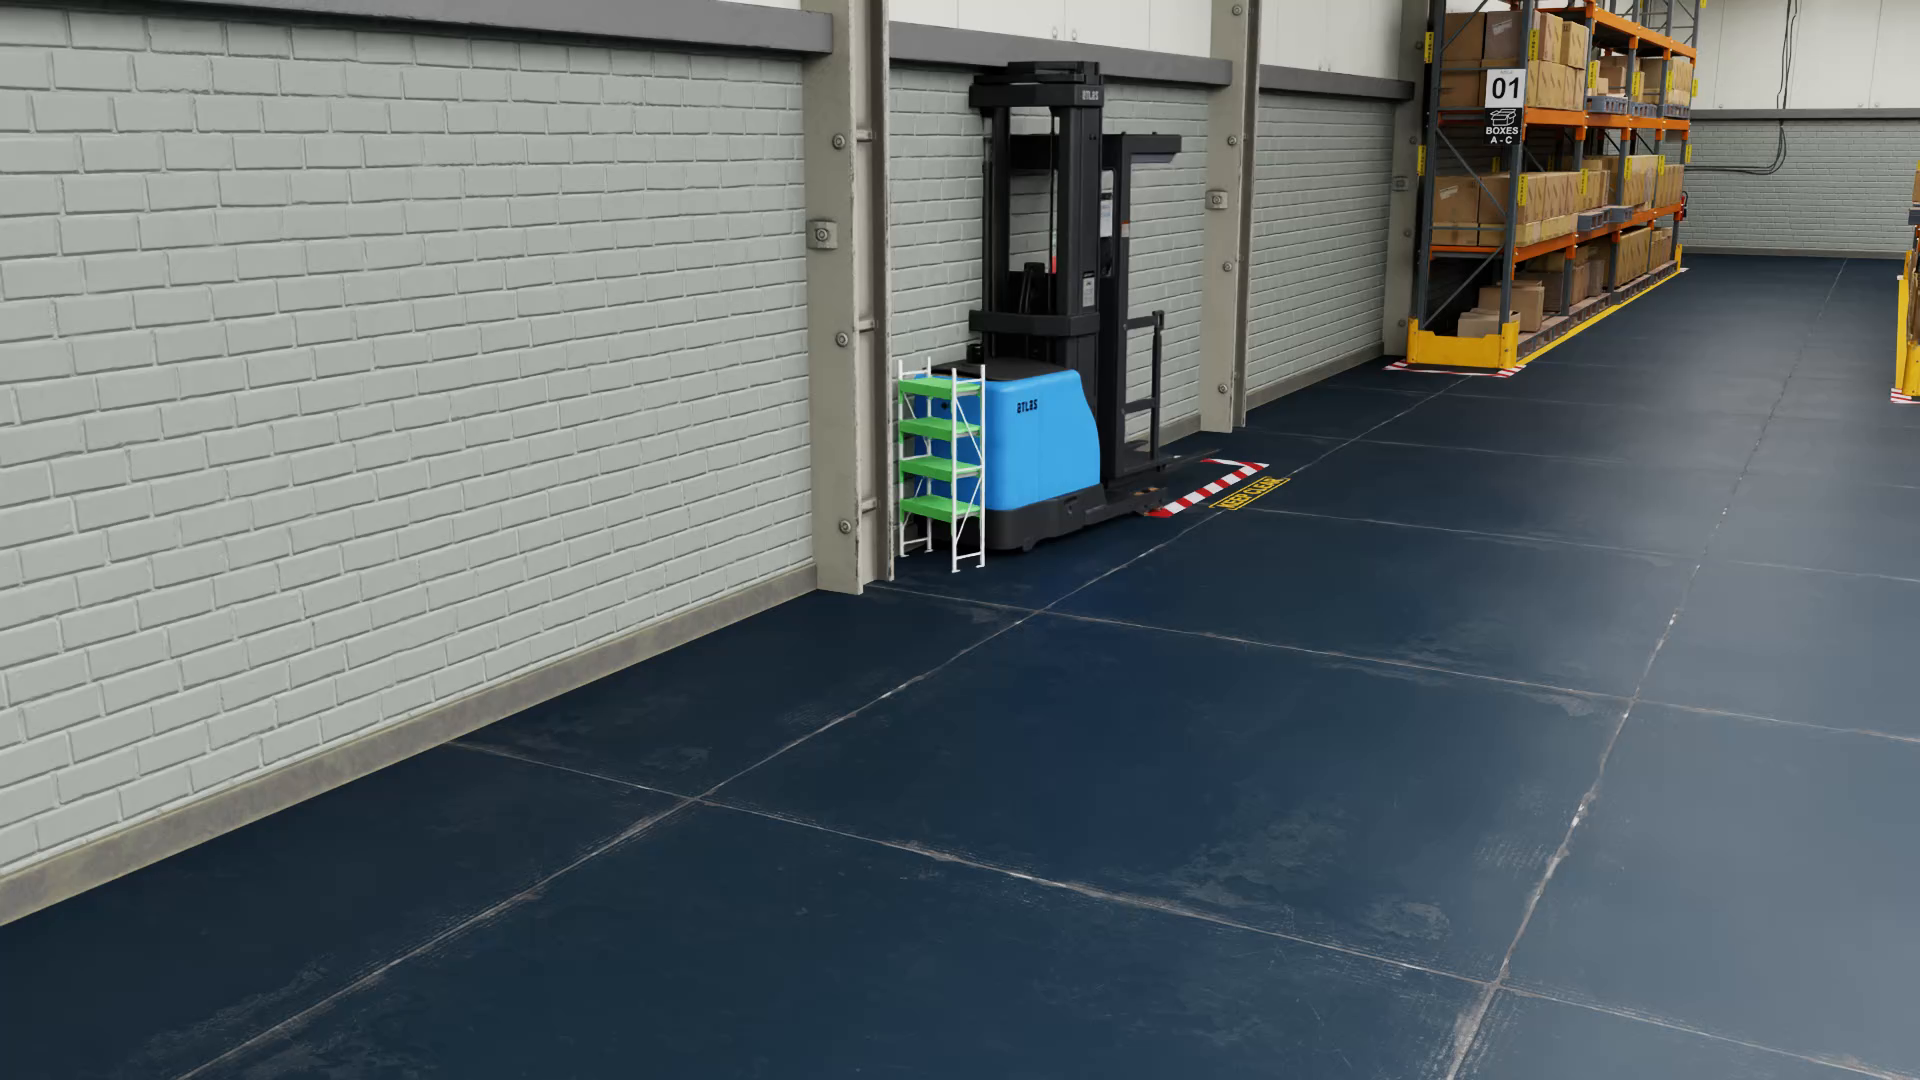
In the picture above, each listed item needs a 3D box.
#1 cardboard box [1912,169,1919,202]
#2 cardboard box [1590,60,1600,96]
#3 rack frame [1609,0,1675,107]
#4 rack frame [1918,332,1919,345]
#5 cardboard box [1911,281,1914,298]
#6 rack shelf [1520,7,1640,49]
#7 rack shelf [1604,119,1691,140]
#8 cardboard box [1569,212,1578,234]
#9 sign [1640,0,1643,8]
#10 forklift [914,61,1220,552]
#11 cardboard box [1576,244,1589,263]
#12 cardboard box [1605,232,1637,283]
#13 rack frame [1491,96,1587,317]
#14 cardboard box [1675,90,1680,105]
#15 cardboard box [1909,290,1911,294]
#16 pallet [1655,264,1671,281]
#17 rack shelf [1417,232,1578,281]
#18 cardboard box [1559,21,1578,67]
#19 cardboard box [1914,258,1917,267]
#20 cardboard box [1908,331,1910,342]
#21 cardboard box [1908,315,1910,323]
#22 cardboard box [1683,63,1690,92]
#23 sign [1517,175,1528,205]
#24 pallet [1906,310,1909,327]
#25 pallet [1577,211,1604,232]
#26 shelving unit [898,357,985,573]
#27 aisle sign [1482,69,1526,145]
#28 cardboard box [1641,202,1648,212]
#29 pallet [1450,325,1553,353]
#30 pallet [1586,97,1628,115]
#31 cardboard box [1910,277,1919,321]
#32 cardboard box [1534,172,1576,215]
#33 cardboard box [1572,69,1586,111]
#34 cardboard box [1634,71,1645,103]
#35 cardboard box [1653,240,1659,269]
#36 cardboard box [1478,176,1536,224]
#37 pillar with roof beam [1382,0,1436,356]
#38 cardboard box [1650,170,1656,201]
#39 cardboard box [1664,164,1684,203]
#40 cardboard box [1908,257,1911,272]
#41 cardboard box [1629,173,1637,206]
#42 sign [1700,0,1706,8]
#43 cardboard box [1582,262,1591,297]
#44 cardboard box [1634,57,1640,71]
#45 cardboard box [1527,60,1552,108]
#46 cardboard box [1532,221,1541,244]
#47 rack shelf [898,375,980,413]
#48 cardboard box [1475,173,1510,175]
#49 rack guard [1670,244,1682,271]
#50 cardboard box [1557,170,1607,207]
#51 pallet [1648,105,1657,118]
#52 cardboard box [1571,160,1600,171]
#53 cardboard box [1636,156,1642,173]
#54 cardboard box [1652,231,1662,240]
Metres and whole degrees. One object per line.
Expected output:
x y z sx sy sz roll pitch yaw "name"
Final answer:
15.327 -5.514 25.894 0.700 0.500 0.500 2 14 9 "cardboard box"
8.477 -6.319 22.834 0.500 0.500 0.500 7 15 26 "cardboard box"
11.414 -8.810 27.875 1.000 3.000 0.127 7 15 28 "rack frame"
9.951 -2.871 16.041 1.000 3.000 0.127 7 15 28 "rack frame"
12.319 -3.157 21.001 0.500 0.311 0.500 7 15 28 "cardboard box"
8.513 -7.034 22.900 1.077 0.370 4.000 7 15 28 "rack shelf"
12.381 -7.412 30.012 1.077 0.370 4.000 7 15 28 "rack shelf"
7.583 -4.057 21.239 0.500 0.250 0.500 7 15 28 "cardboard box"
12.865 -10.225 31.417 0.100 0.325 0.005 7 15 28 "sign"
0.762 -1.643 11.093 1.130 2.935 3.031 10 17 36 "forklift"
8.847 -4.172 24.234 0.500 0.250 0.500 8 16 29 "cardboard box"
10.380 -4.547 26.683 0.750 0.750 0.750 7 15 28 "cardboard box"
7.547 -4.252 21.770 1.000 3.000 0.127 7 15 28 "rack frame"
12.479 -7.852 29.514 0.500 0.250 0.500 7 15 26 "cardboard box"
13.308 -3.305 22.814 0.500 0.250 0.500 7 15 28 "cardboard box"
12.439 -4.936 30.557 1.003 0.211 1.213 7 15 28 "pallet"
6.580 -3.492 20.152 1.077 0.370 4.000 7 15 28 "rack shelf"
7.043 -5.899 19.812 0.500 0.500 0.500 7 15 26 "cardboard box"
14.564 -3.944 24.886 0.500 0.500 0.500 7 15 26 "cardboard box"
10.666 -2.191 18.191 0.500 0.250 0.500 7 15 28 "cardboard box"
12.078 -2.780 20.637 0.500 0.250 0.500 7 15 27 "cardboard box"
12.981 -8.434 30.327 0.500 0.500 0.500 8 16 30 "cardboard box"
6.088 -3.791 18.009 0.100 0.325 0.005 7 15 28 "sign"
13.386 -2.992 22.493 1.003 0.211 1.213 7 15 28 "pallet"
8.043 -4.299 22.374 1.003 0.211 1.213 7 15 28 "pallet"
-0.112 -0.453 9.852 0.258 1.200 0.503 -12 18 -40 "shelving unit"
5.841 -4.646 17.859 0.394 0.787 0.004 7 15 28 "aisle sign"
11.156 -5.516 27.506 0.380 0.149 0.250 7 15 28 "cardboard box"
6.664 -2.503 20.466 1.003 0.211 1.213 7 15 28 "pallet"
8.437 -5.946 22.799 1.213 0.211 1.003 7 15 28 "pallet"
10.903 -2.658 18.531 0.500 0.500 0.500 7 15 28 "cardboard box"
7.353 -4.318 20.722 0.500 0.500 0.500 7 15 28 "cardboard box"
7.518 -5.636 20.856 0.500 0.500 0.500 8 16 30 "cardboard box"
10.680 -7.324 26.961 0.700 0.500 0.500 7 15 27 "cardboard box"
12.111 -5.127 29.836 0.700 0.500 0.500 7 15 27 "cardboard box"
6.107 -3.796 18.558 0.500 0.500 0.500 7 15 28 "cardboard box"
8.963 -6.101 16.642 9.100 9.000 0.400 7 15 28 "pillar with roof beam"
11.411 -5.973 28.017 0.500 0.500 0.500 7 15 27 "cardboard box"
13.110 -6.754 31.508 0.980 0.700 0.700 8 16 31 "cardboard box"
16.691 -4.746 28.747 0.500 0.250 0.500 7 15 28 "cardboard box"
10.200 -5.452 25.859 0.500 0.500 0.500 8 16 30 "cardboard box"
13.816 -10.058 30.893 0.100 0.325 0.005 7 15 28 "sign"
8.827 -3.825 24.394 0.700 0.500 0.500 7 15 28 "cardboard box"
10.874 -7.813 27.388 0.500 0.250 0.500 9 16 32 "cardboard box"
6.284 -5.094 18.607 0.500 0.500 0.500 9 16 32 "cardboard box"
6.365 -3.540 19.096 0.500 0.250 0.500 7 15 26 "cardboard box"
-0.112 -0.858 9.755 0.258 0.148 0.480 -12 18 -40 "rack shelf"
6.396 -4.165 20.088 0.500 0.500 0.500 8 16 29 "cardboard box"
13.359 -5.504 32.295 1.175 0.500 0.348 7 15 28 "rack guard"
9.015 -5.120 24.217 0.700 0.500 0.500 6 15 23 "cardboard box"
11.014 -7.065 27.445 0.805 0.209 1.217 7 15 26 "pallet"
9.197 -5.508 24.446 0.380 0.149 0.250 5 14 19 "cardboard box"
10.423 -5.917 26.187 0.500 0.250 0.500 7 15 28 "cardboard box"
12.443 -5.496 29.984 0.380 0.149 0.250 7 15 26 "cardboard box"
